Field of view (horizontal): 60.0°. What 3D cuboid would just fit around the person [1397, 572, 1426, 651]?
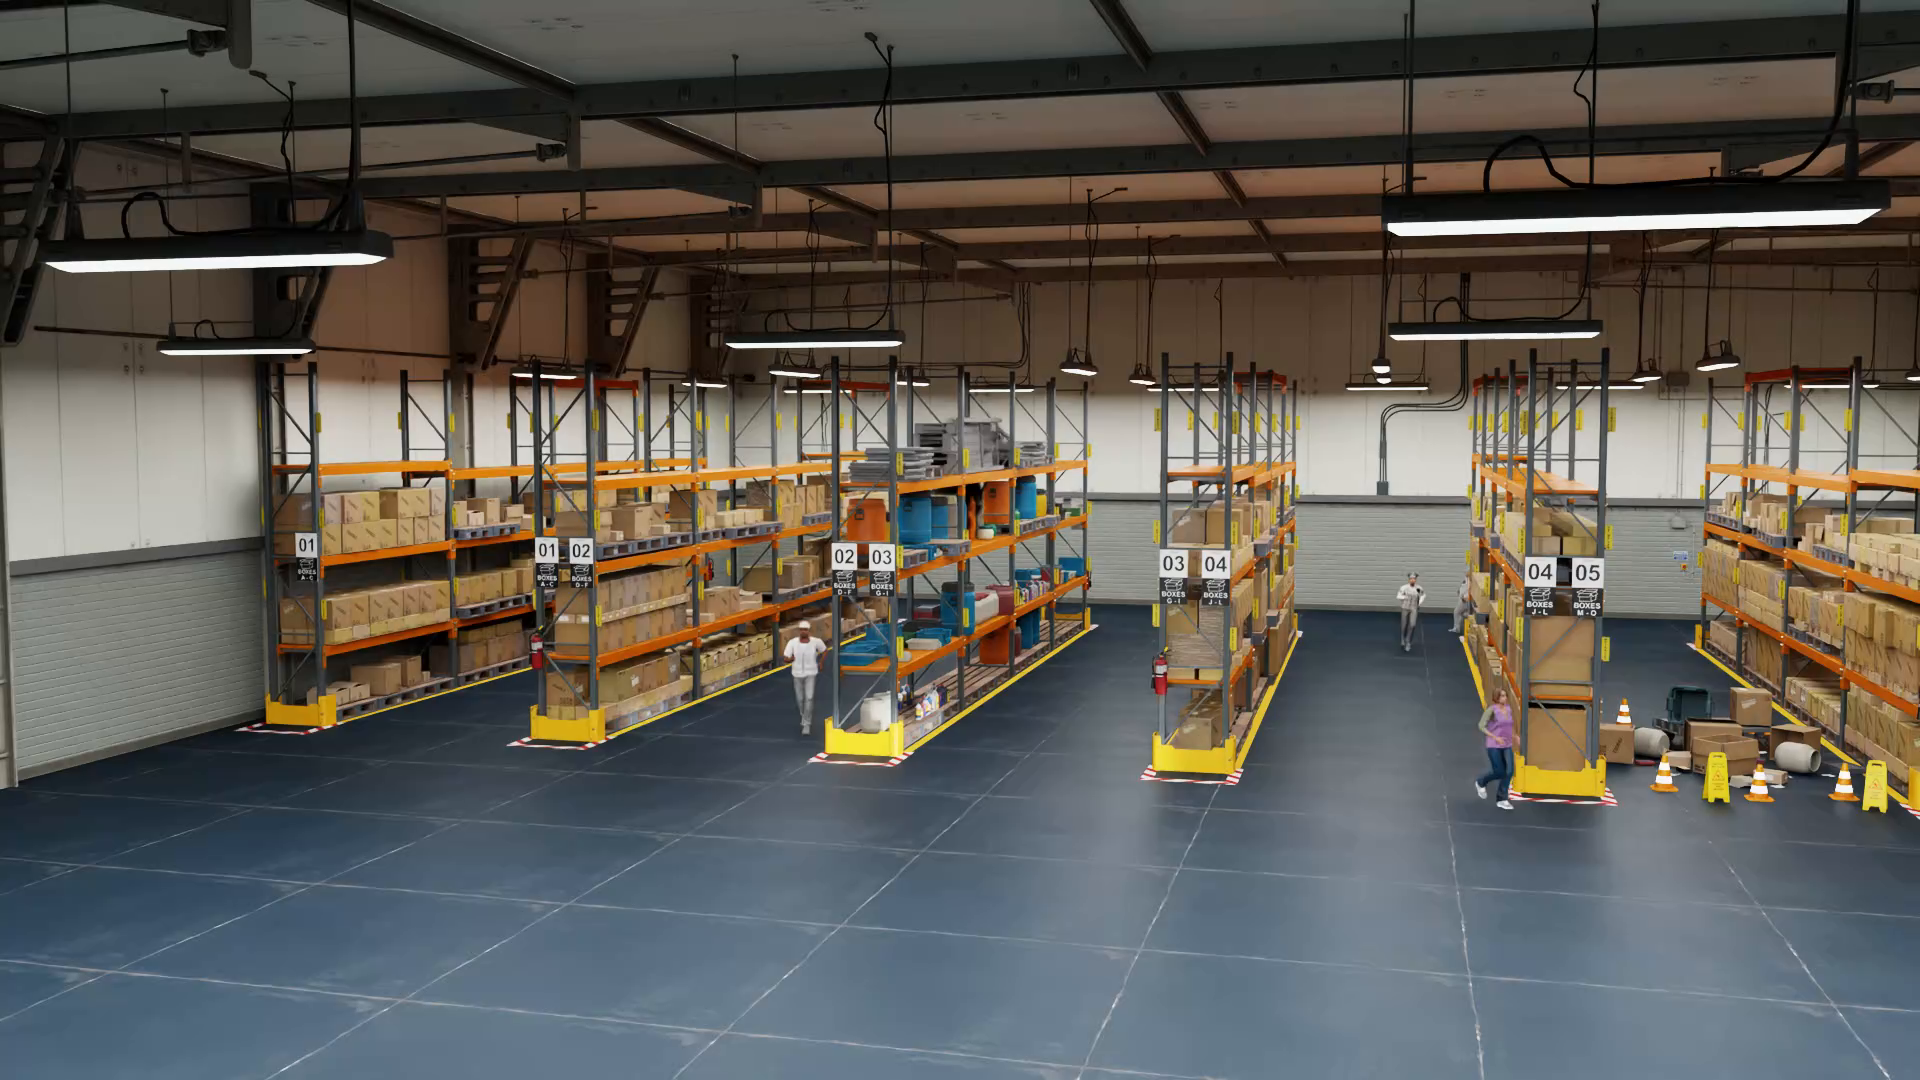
[{"bbox_3d":[9.979,1.581,36.808,0.614,1.759,0.744,1,4,16],"label":"person"}]

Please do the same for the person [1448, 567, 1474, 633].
[{"bbox_3d":[11.963,1.425,39.410,0.806,1.596,0.671,2,5,30],"label":"person"}]

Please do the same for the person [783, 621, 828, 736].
[{"bbox_3d":[-2.518,2.201,26.899,0.688,1.788,0.891,0,4,4],"label":"person"}]

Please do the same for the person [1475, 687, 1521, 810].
[{"bbox_3d":[7.005,2.695,21.689,0.568,1.567,0.631,-2,4,-25],"label":"person"}]
